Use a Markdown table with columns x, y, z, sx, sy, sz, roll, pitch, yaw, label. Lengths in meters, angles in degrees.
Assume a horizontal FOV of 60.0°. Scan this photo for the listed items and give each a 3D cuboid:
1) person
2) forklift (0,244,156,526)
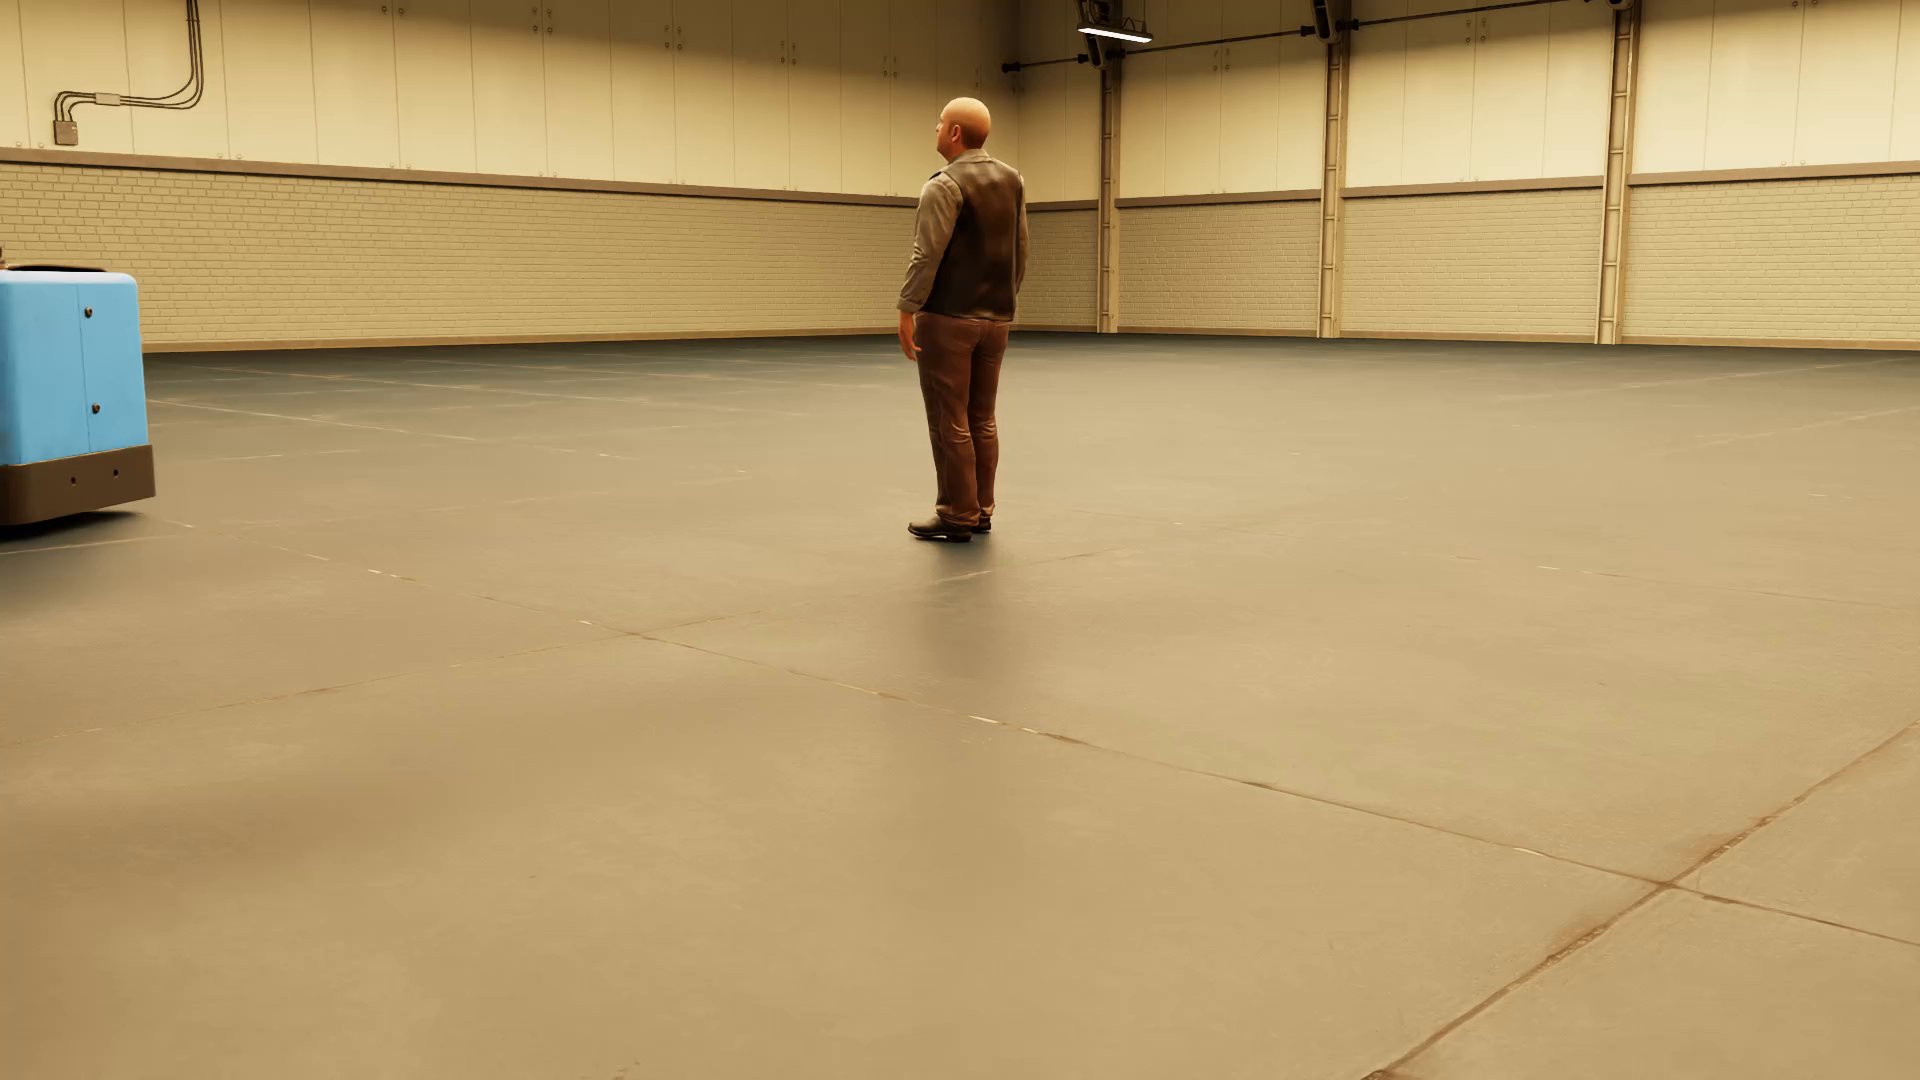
| x | y | z | sx | sy | sz | roll | pitch | yaw | label |
| --- | --- | --- | --- | --- | --- | --- | --- | --- | --- |
| -0.040 | -0.865 | 6.637 | 0.566 | 1.722 | 0.633 | 8 | 12 | 43 | person |
| -5.197 | -1.530 | 7.032 | 3.031 | 2.935 | 1.130 | 1 | 9 | 5 | forklift |
